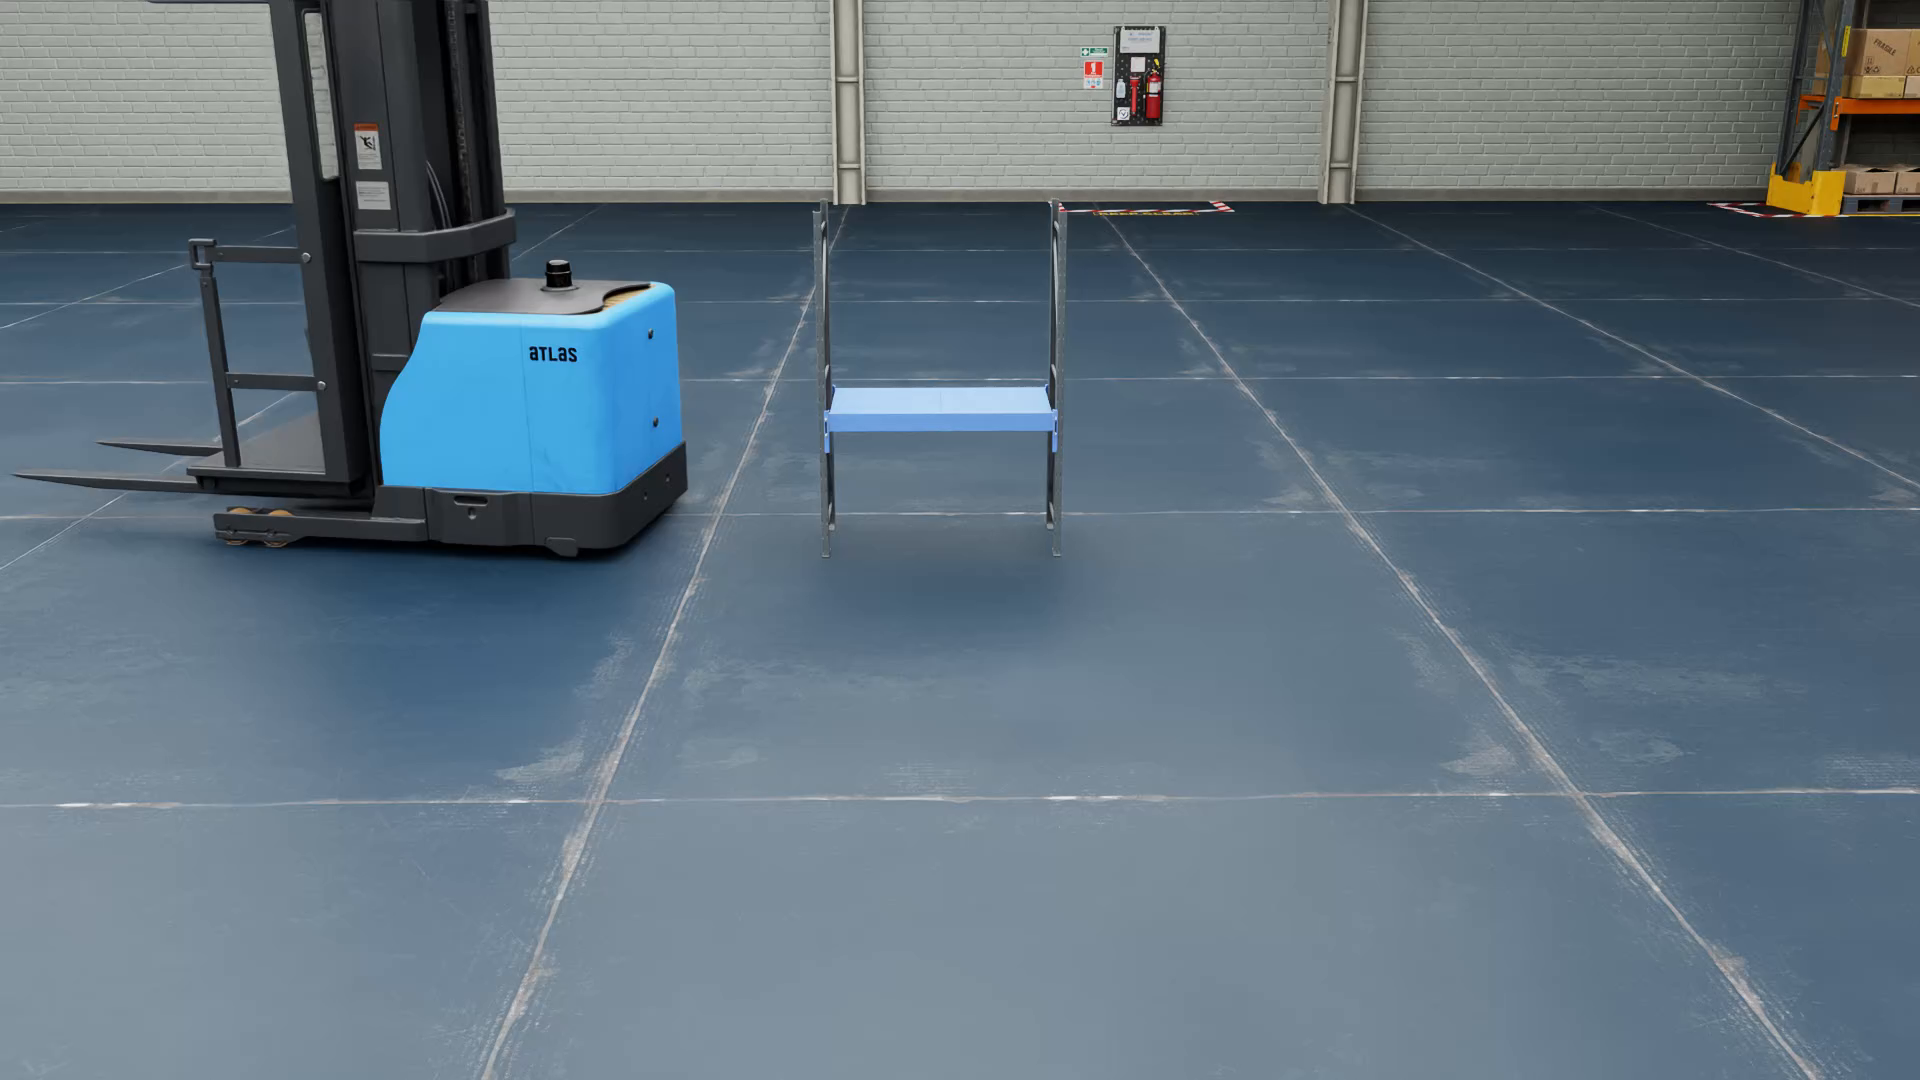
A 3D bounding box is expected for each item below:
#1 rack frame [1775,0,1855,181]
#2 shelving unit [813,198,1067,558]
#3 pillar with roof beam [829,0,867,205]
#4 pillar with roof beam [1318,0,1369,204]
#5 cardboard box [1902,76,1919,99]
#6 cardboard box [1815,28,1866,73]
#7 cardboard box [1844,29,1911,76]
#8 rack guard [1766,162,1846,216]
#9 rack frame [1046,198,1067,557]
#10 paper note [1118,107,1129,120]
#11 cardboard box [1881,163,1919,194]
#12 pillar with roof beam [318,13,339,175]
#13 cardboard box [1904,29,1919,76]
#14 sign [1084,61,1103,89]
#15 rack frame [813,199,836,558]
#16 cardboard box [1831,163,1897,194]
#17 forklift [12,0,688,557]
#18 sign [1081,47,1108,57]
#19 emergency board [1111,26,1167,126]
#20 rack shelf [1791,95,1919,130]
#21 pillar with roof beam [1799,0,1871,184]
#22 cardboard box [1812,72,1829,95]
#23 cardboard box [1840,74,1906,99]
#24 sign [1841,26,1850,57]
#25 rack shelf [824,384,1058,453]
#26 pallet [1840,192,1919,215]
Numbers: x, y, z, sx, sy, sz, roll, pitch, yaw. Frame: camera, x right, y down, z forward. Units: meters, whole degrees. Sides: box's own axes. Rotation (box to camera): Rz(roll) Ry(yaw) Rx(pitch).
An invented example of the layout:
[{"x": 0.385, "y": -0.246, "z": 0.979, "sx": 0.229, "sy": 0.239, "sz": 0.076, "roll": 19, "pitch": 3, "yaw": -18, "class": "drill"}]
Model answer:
[{"x": 9.960, "y": -5.367, "z": 19.366, "sx": 0.127, "sy": 3.000, "sz": 1.000, "roll": 0, "pitch": 18, "yaw": -1, "class": "rack frame"}, {"x": -0.085, "y": -0.714, "z": 7.317, "sx": 1.048, "sy": 1.500, "sz": 0.538, "roll": 0, "pitch": 18, "yaw": -1, "class": "shelving unit"}, {"x": -1.284, "y": -7.118, "z": 15.005, "sx": 0.400, "sy": 9.000, "sz": 9.100, "roll": 0, "pitch": 18, "yaw": -1, "class": "pillar with roof beam"}, {"x": 4.715, "y": -7.147, "z": 15.095, "sx": 0.400, "sy": 9.000, "sz": 9.100, "roll": 0, "pitch": 18, "yaw": -1, "class": "pillar with roof beam"}, {"x": 10.972, "y": -5.217, "z": 19.113, "sx": 0.500, "sy": 0.250, "sz": 0.500, "roll": -1, "pitch": 18, "yaw": -3, "class": "cardboard box"}, {"x": 10.428, "y": -5.729, "z": 19.481, "sx": 0.500, "sy": 0.500, "sz": 0.500, "roll": 0, "pitch": 18, "yaw": -1, "class": "cardboard box"}, {"x": 10.442, "y": -5.572, "z": 18.993, "sx": 0.500, "sy": 0.500, "sz": 0.500, "roll": 0, "pitch": 18, "yaw": -1, "class": "cardboard box"}, {"x": 10.036, "y": -4.177, "z": 19.749, "sx": 0.348, "sy": 0.500, "sz": 1.175, "roll": 0, "pitch": 18, "yaw": -1, "class": "rack guard"}, {"x": 0.423, "y": -0.716, "z": 7.325, "sx": 0.032, "sy": 1.500, "sz": 0.500, "roll": 0, "pitch": 18, "yaw": -1, "class": "rack frame"}, {"x": 1.997, "y": -5.206, "z": 20.307, "sx": 0.142, "sy": 0.148, "sz": 0.016, "roll": 0, "pitch": 18, "yaw": -1, "class": "paper note"}, {"x": 11.223, "y": -4.274, "z": 19.643, "sx": 0.500, "sy": 0.311, "sz": 0.500, "roll": 1, "pitch": 18, "yaw": 4, "class": "cardboard box"}, {"x": -7.284, "y": -7.089, "z": 14.915, "sx": 0.400, "sy": 9.000, "sz": 9.100, "roll": 0, "pitch": 18, "yaw": -1, "class": "pillar with roof beam"}, {"x": 10.936, "y": -5.572, "z": 18.991, "sx": 0.500, "sy": 0.500, "sz": 0.500, "roll": 0, "pitch": 18, "yaw": -1, "class": "cardboard box"}, {"x": 1.621, "y": -5.651, "z": 20.194, "sx": 0.234, "sy": 0.329, "sz": 0.001, "roll": 0, "pitch": 18, "yaw": -1, "class": "sign"}, {"x": -0.594, "y": -0.711, "z": 7.310, "sx": 0.032, "sy": 1.500, "sz": 0.500, "roll": 0, "pitch": 18, "yaw": -1, "class": "rack frame"}, {"x": 10.653, "y": -4.272, "z": 19.634, "sx": 0.500, "sy": 0.311, "sz": 0.500, "roll": -2, "pitch": 18, "yaw": -7, "class": "cardboard box"}, {"x": -2.887, "y": -1.516, "z": 7.476, "sx": 3.031, "sy": 2.935, "sz": 1.130, "roll": 3, "pitch": 18, "yaw": 9, "class": "forklift"}, {"x": 1.626, "y": -5.900, "z": 20.104, "sx": 0.331, "sy": 0.109, "sz": 0.001, "roll": 0, "pitch": 18, "yaw": -1, "class": "sign"}, {"x": 2.175, "y": -5.605, "z": 20.109, "sx": 0.643, "sy": 1.169, "sz": 0.194, "roll": 0, "pitch": 18, "yaw": -1, "class": "emergency board"}, {"x": 11.960, "y": -5.034, "z": 19.506, "sx": 4.000, "sy": 0.370, "sz": 1.077, "roll": 0, "pitch": 18, "yaw": -1, "class": "rack shelf"}, {"x": 10.714, "y": -7.176, "z": 15.185, "sx": 0.400, "sy": 9.000, "sz": 9.100, "roll": 0, "pitch": 18, "yaw": -1, "class": "pillar with roof beam"}, {"x": 10.424, "y": -5.366, "z": 19.578, "sx": 0.500, "sy": 0.250, "sz": 0.500, "roll": 0, "pitch": 18, "yaw": 0, "class": "cardboard box"}, {"x": 10.453, "y": -5.210, "z": 19.091, "sx": 0.500, "sy": 0.250, "sz": 0.500, "roll": -1, "pitch": 18, "yaw": -2, "class": "cardboard box"}, {"x": 9.969, "y": -5.613, "z": 18.717, "sx": 0.005, "sy": 0.325, "sz": 0.100, "roll": 0, "pitch": 18, "yaw": -1, "class": "sign"}, {"x": -0.085, "y": -0.542, "z": 7.372, "sx": 1.000, "sy": 0.185, "sz": 0.538, "roll": 0, "pitch": 18, "yaw": -1, "class": "rack shelf"}, {"x": 10.849, "y": -4.032, "z": 19.772, "sx": 1.213, "sy": 0.211, "sz": 1.003, "roll": 0, "pitch": 18, "yaw": -1, "class": "pallet"}]
